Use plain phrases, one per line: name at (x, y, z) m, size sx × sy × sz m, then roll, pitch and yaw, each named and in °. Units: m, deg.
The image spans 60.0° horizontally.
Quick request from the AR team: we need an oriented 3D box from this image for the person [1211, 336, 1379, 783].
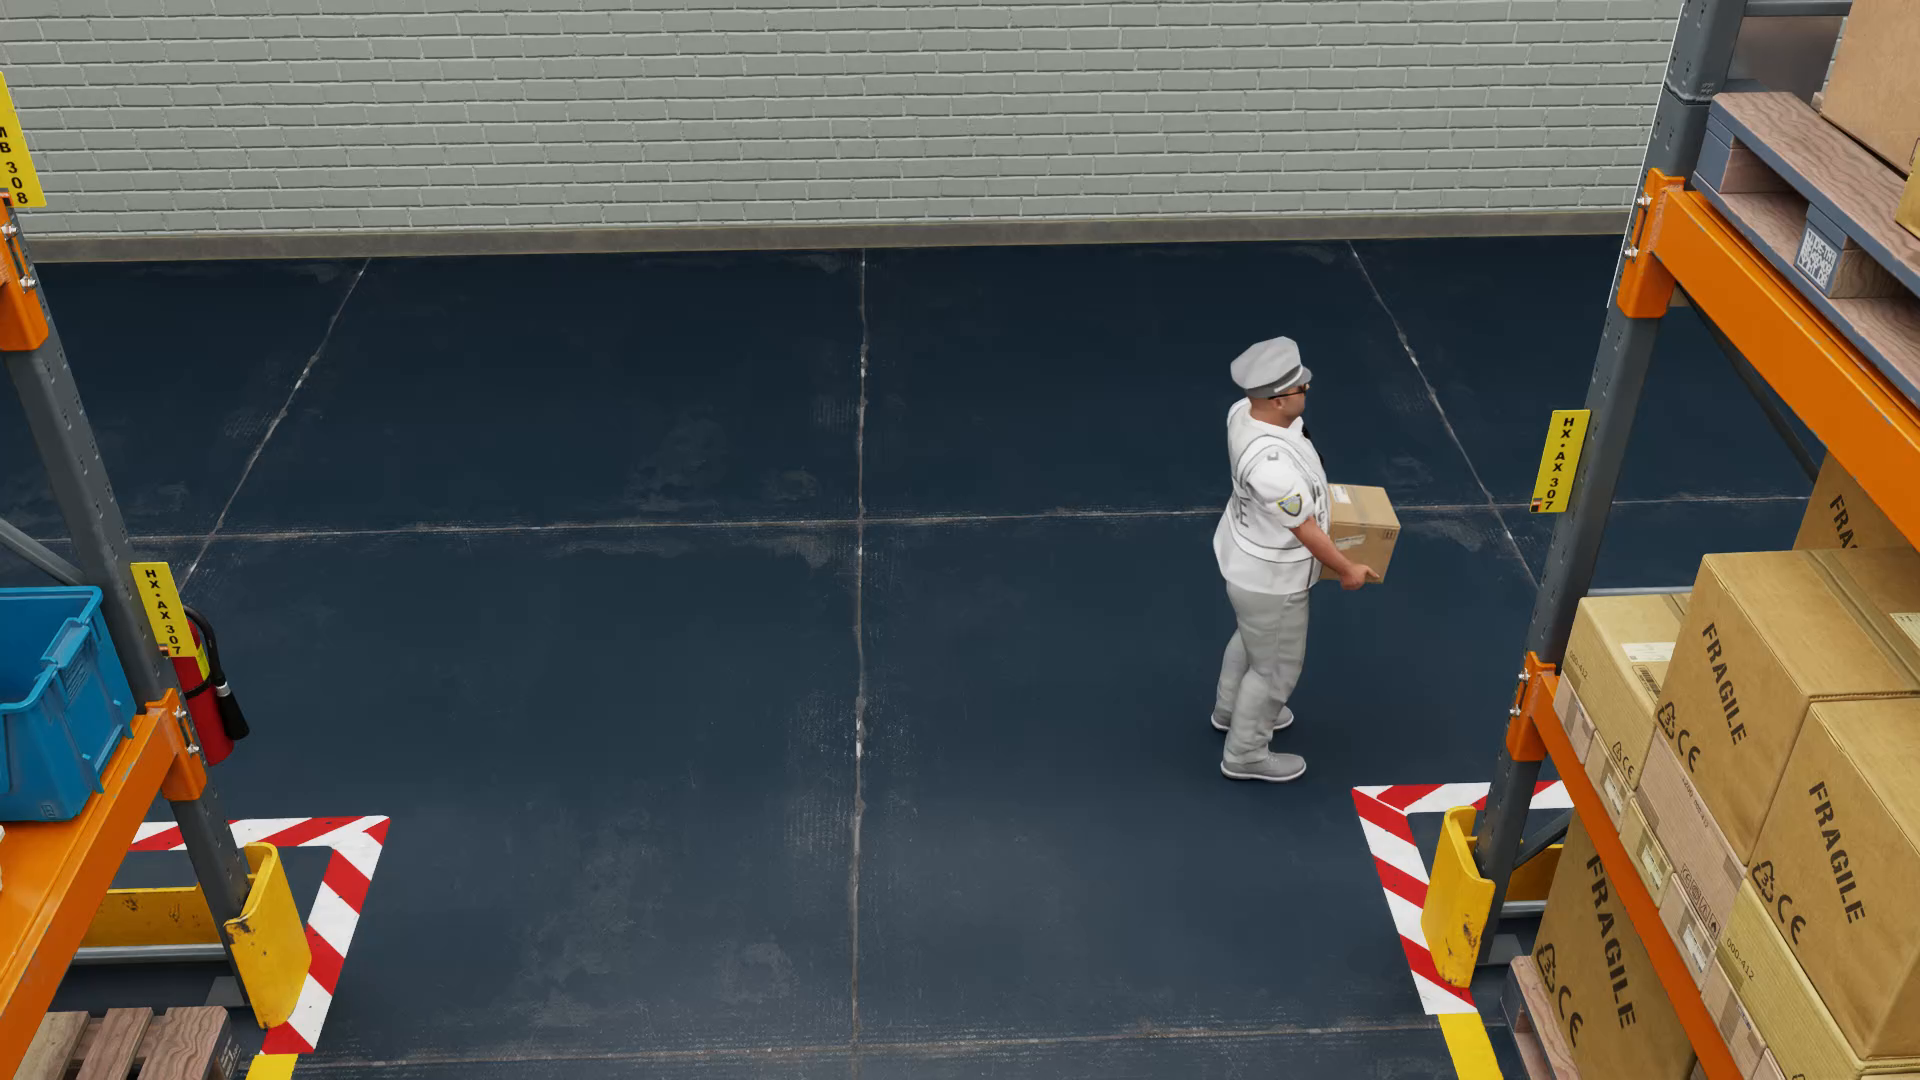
person at (1.195, 0.075, 6.017) m, size 0.565 × 1.766 × 0.494 m, roll -1°, pitch 35°, yaw -1°
